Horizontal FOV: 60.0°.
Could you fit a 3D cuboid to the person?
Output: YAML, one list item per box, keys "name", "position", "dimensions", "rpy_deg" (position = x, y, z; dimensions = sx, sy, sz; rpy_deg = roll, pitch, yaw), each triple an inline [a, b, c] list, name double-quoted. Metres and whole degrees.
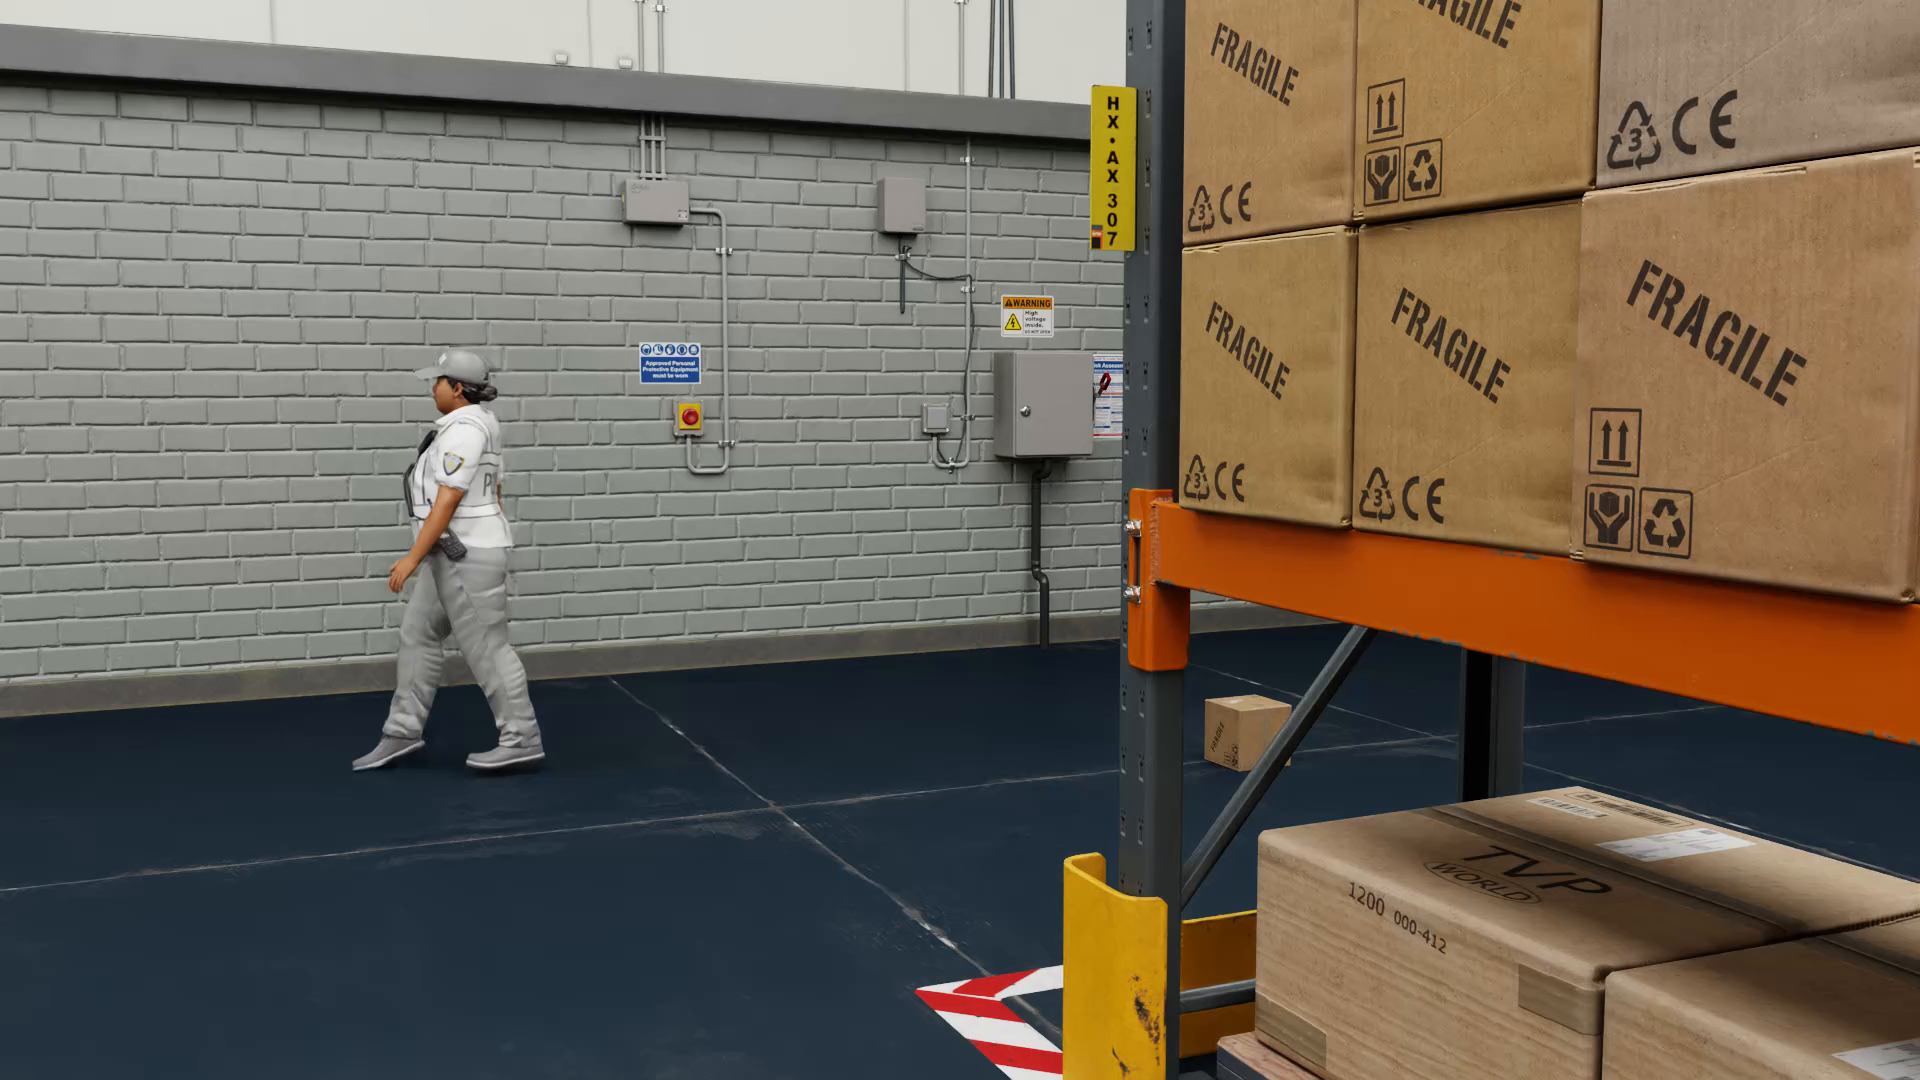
- name: "person"
  position: [-2.035, 0.098, 6.501]
  dimensions: [0.757, 1.683, 0.489]
  rpy_deg: [-1, 6, -11]
